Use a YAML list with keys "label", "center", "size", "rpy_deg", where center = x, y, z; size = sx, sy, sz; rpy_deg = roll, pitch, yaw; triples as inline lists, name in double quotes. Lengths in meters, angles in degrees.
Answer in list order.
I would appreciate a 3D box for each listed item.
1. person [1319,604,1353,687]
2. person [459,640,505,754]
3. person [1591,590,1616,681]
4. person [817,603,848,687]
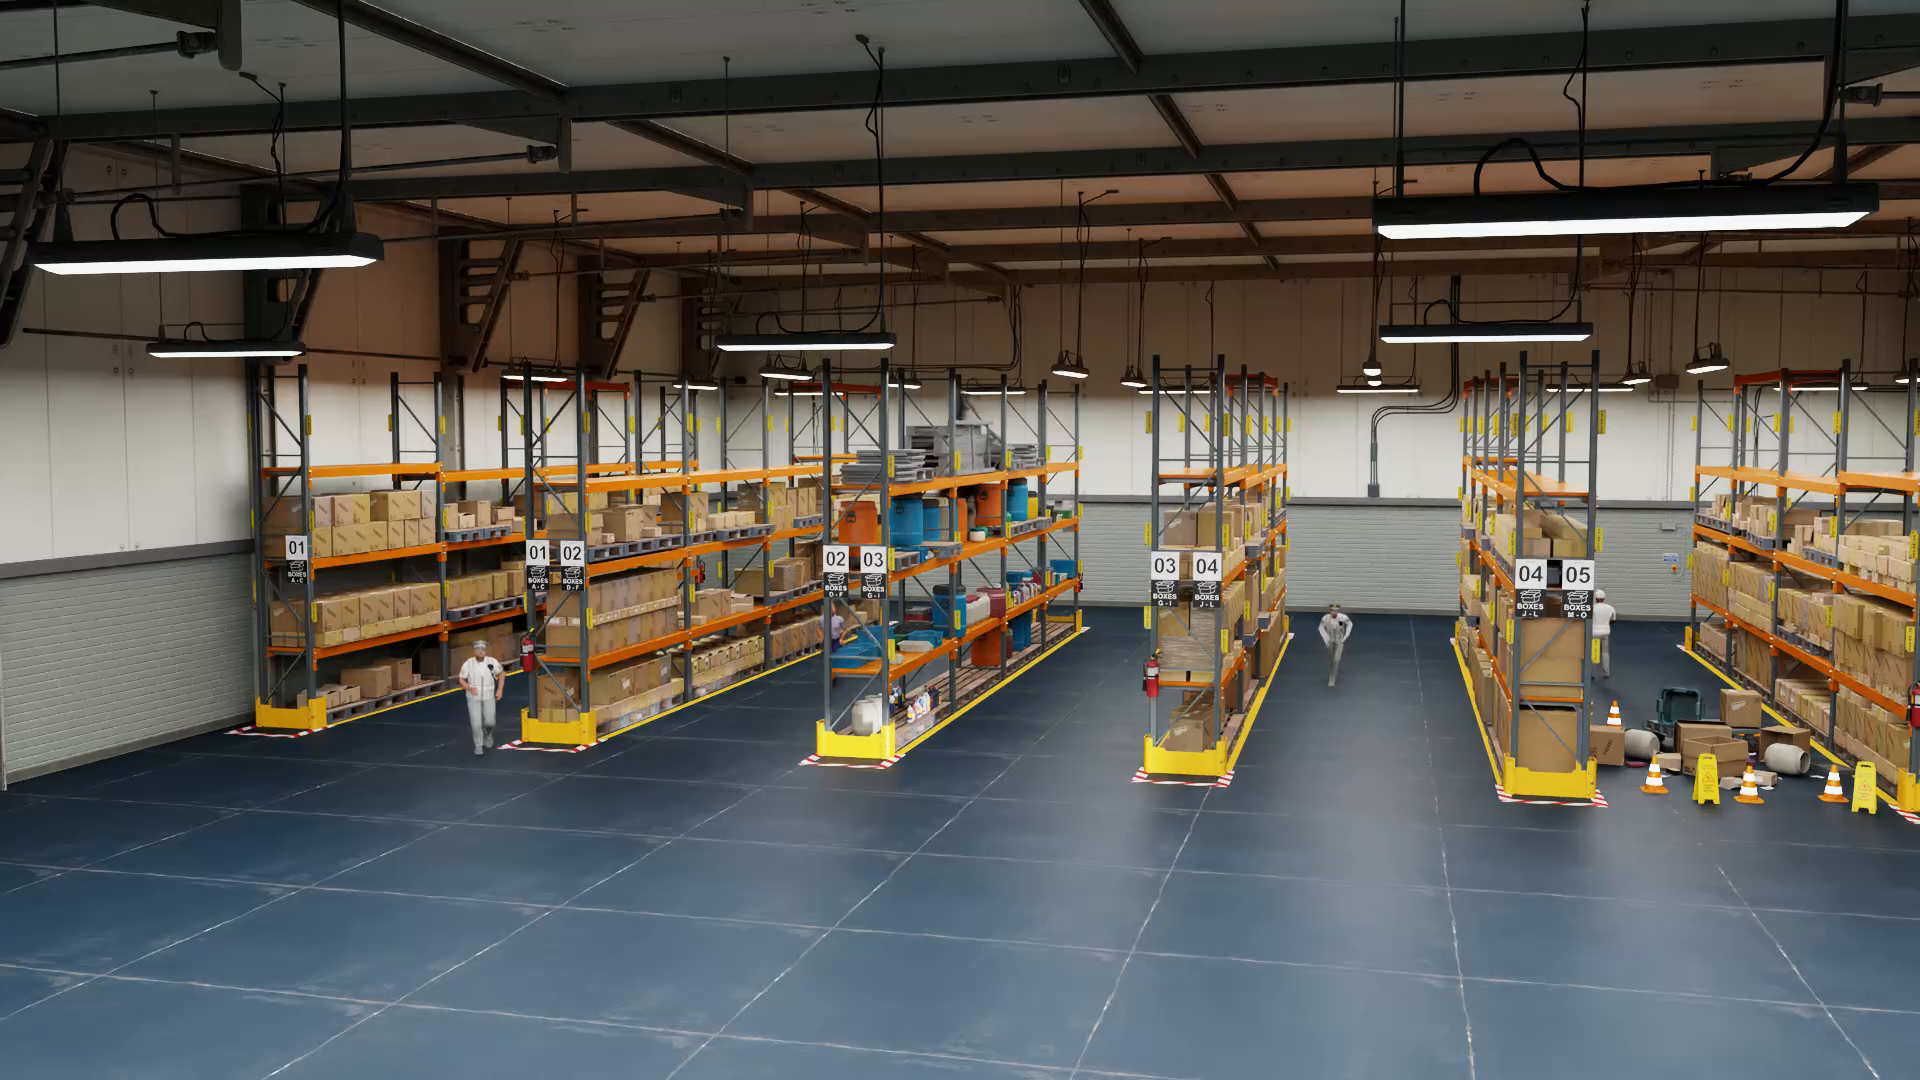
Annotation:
- label: "person"
  center: [7.274, 2.004, 32.227]
  size: [0.638, 1.632, 0.931]
  rpy_deg: [1, 4, 11]
- label: "person"
  center: [-7.270, 2.387, 25.340]
  size: [0.693, 1.743, 0.574]
  rpy_deg: [-2, 4, -21]
- label: "person"
  center: [12.424, 1.873, 32.313]
  size: [0.681, 1.803, 0.897]
  rpy_deg: [0, 4, 7]
- label: "person"
  center: [-2.452, 2.005, 31.886]
  size: [0.595, 1.601, 0.561]
  rpy_deg: [0, 4, 4]
